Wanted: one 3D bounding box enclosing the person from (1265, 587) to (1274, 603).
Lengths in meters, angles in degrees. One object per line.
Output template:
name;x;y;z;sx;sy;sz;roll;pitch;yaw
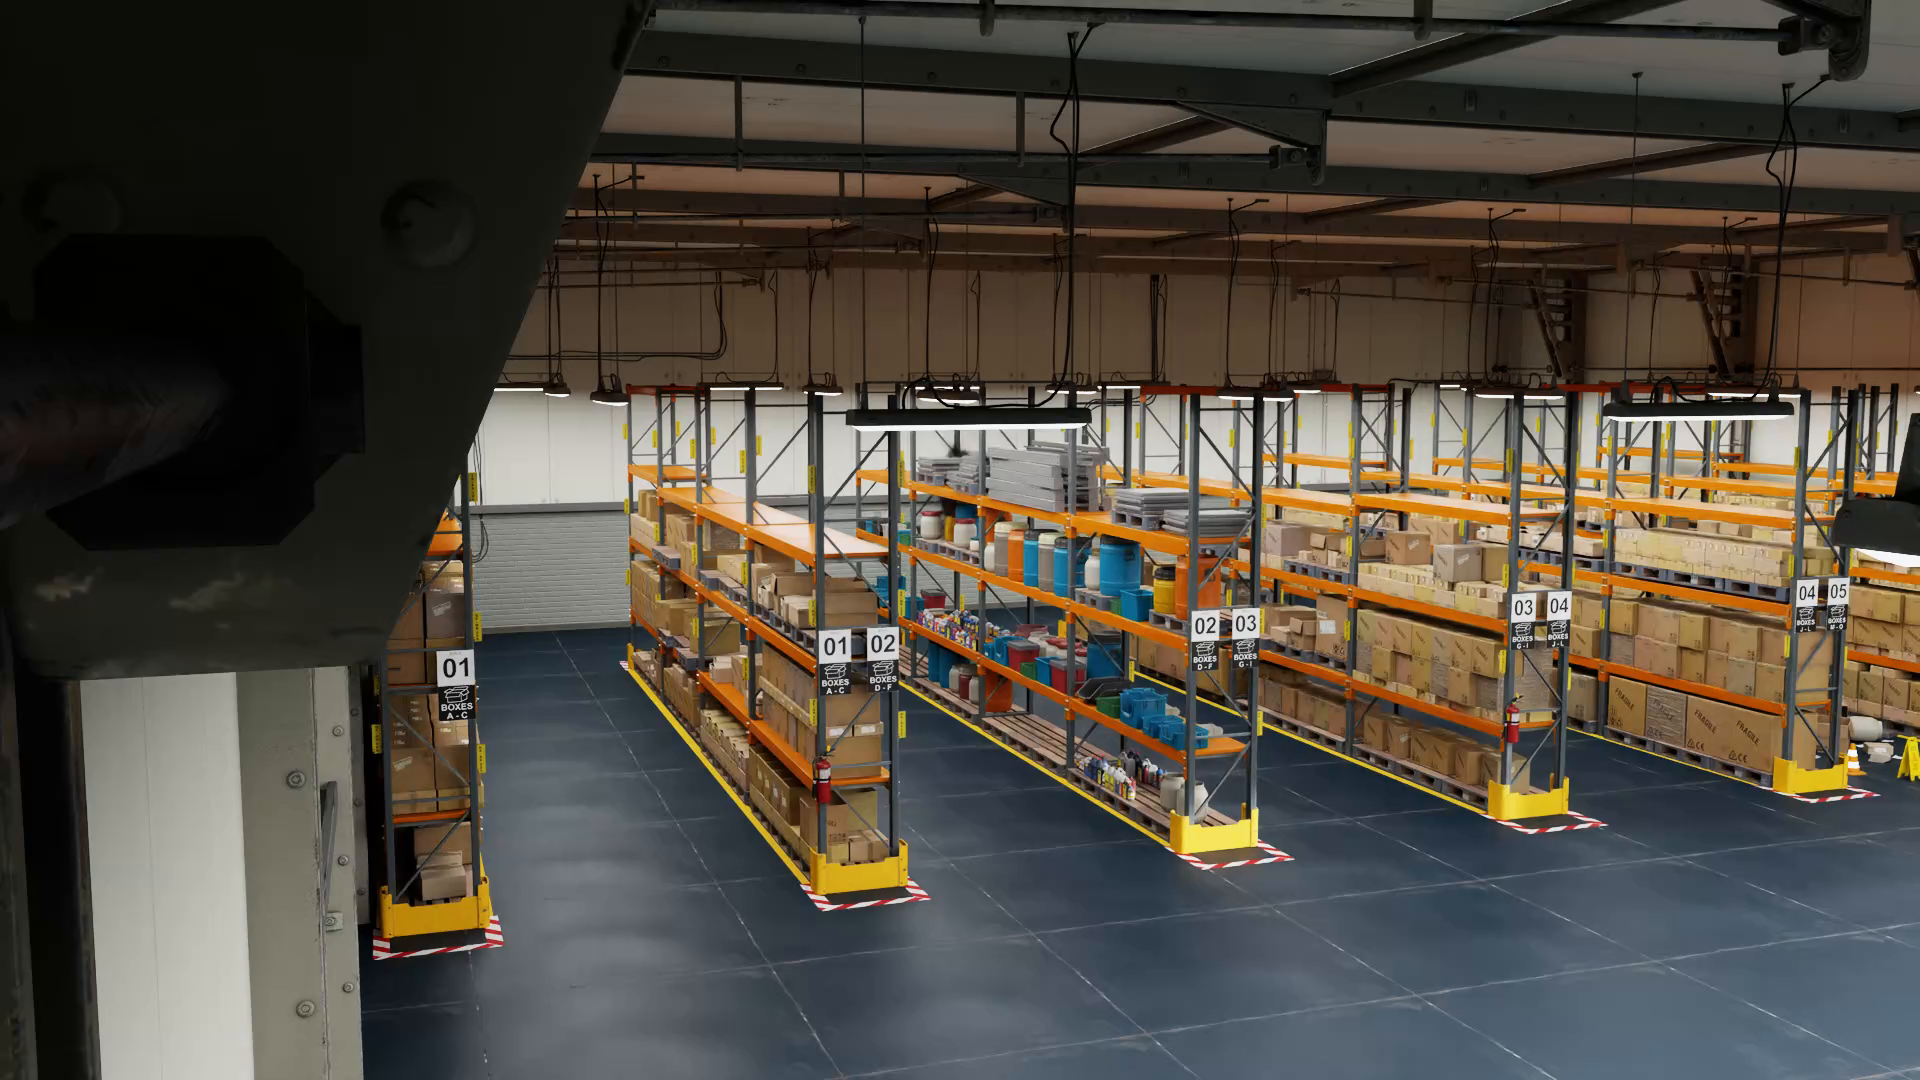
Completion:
person;7.847;1.201;41.523;0.541;1.691;0.736;4;7;31
